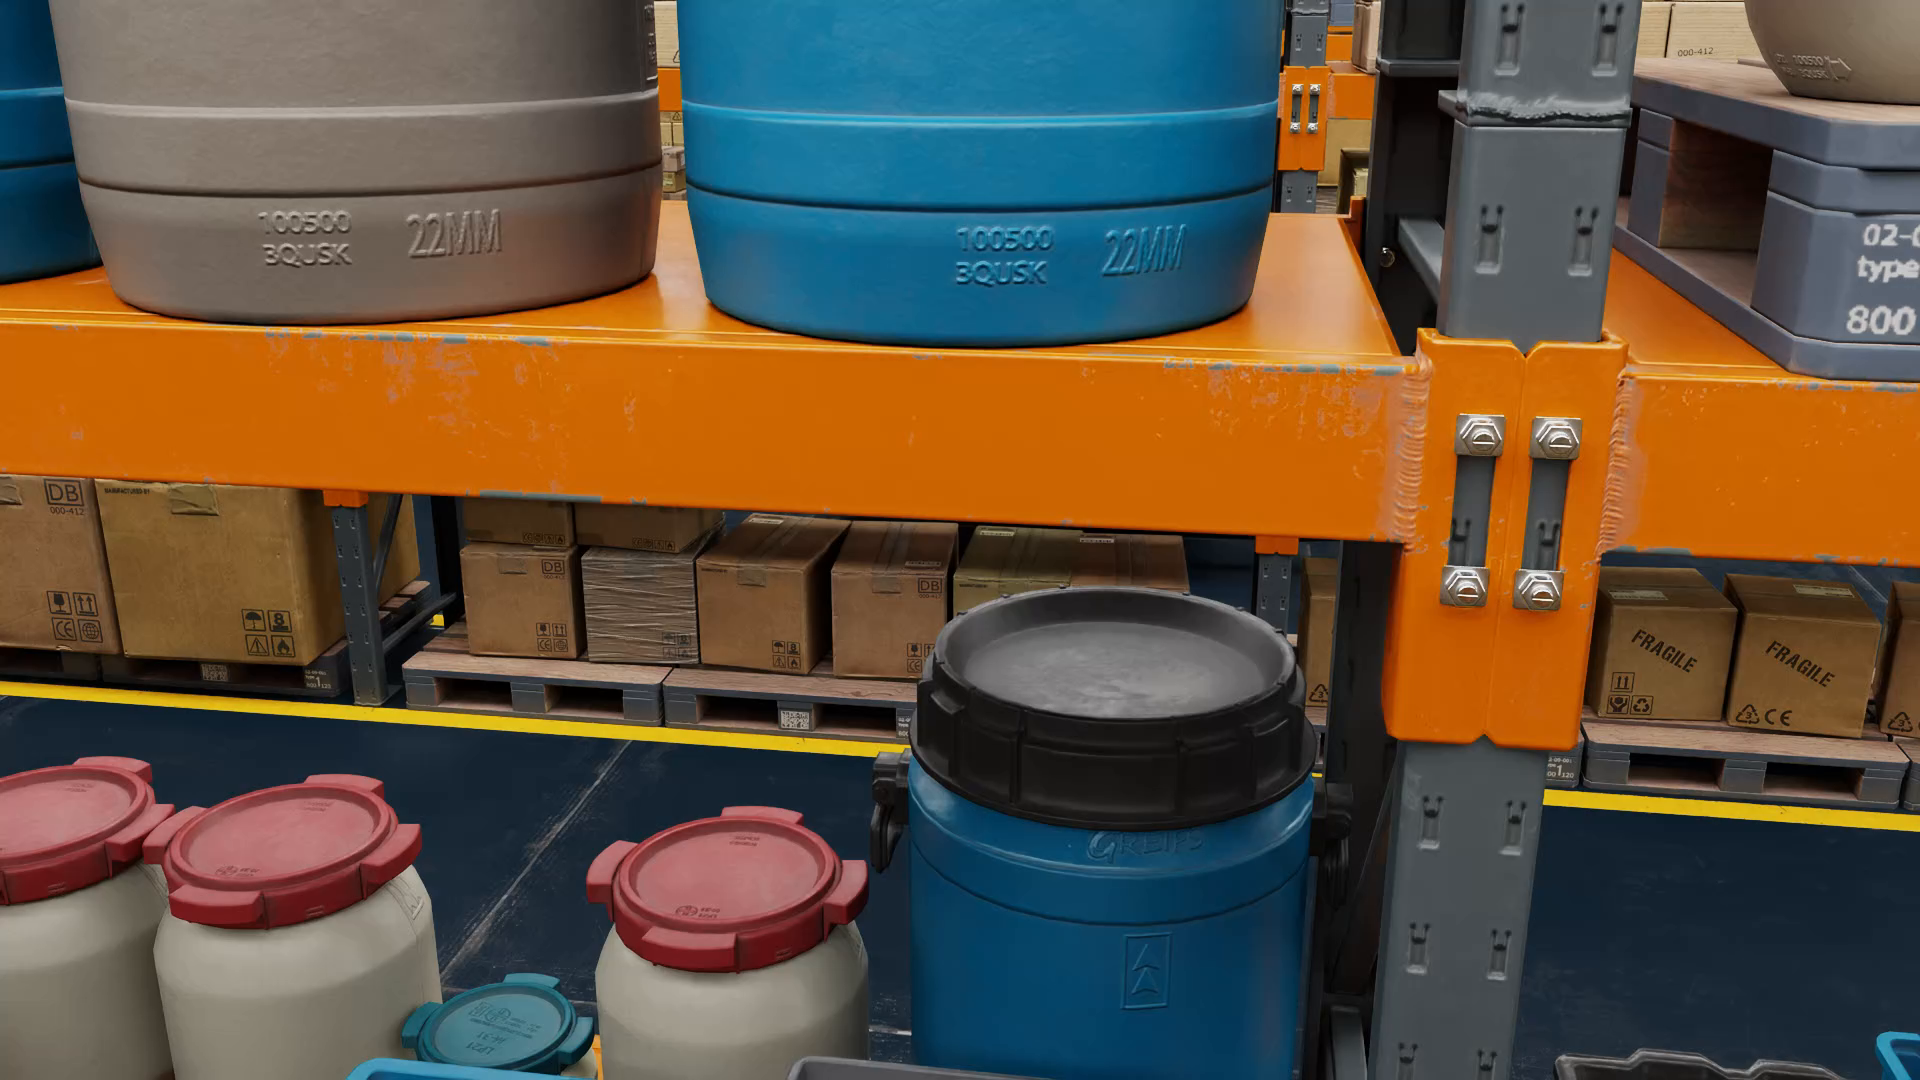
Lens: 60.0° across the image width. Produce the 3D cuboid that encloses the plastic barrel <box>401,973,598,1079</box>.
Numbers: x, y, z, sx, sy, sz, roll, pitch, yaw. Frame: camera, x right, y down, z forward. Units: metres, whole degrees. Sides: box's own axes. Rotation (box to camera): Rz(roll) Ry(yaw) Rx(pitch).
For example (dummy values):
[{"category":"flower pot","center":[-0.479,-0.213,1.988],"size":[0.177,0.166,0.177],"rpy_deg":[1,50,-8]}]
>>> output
[{"category":"plastic barrel","center":[-0.727,0.883,2.656],"size":[0.301,0.262,0.301],"rpy_deg":[0,18,0]}]

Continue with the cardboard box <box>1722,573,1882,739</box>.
[{"category":"cardboard box","center":[3.466,0.474,6.936],"size":[0.500,0.500,0.500],"rpy_deg":[5,19,14]}]

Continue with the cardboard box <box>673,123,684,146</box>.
[{"category":"cardboard box","center":[-2.570,-4.081,16.720],"size":[0.500,0.250,0.500],"rpy_deg":[2,19,7]}]

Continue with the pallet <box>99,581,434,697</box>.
[{"category":"pallet","center":[-3.374,0.438,8.162],"size":[1.213,0.211,1.003],"rpy_deg":[3,19,9]}]

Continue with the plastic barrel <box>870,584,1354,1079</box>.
[{"category":"plastic barrel","center":[0.222,0.580,2.553],"size":[0.708,0.901,0.600],"rpy_deg":[3,19,9]}]

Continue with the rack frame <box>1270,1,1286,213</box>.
[{"category":"rack frame","center":[2.228,-2.169,11.557],"size":[0.127,3.000,1.000],"rpy_deg":[3,19,9]}]

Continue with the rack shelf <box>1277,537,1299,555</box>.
[{"category":"rack shelf","center":[3.316,-0.178,6.742],"size":[4.000,0.370,1.077],"rpy_deg":[3,19,9]}]

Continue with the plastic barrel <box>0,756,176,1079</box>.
[{"category":"plastic barrel","center":[-1.506,0.692,2.794],"size":[0.433,0.535,0.433],"rpy_deg":[0,18,0]}]

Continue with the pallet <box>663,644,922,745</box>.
[{"category":"pallet","center":[-0.636,0.603,7.668],"size":[1.213,0.211,1.003],"rpy_deg":[3,19,9]}]

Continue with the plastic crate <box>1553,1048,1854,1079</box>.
[{"category":"plastic crate","center":[1.052,1.027,2.103],"size":[0.504,0.338,0.767],"rpy_deg":[3,19,9]}]

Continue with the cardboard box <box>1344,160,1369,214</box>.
[{"category":"cardboard box","center":[1.745,-1.180,6.401],"size":[0.500,0.500,0.500],"rpy_deg":[3,19,9]}]

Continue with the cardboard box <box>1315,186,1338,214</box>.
[{"category":"cardboard box","center":[2.594,-2.225,11.489],"size":[0.550,0.550,0.875],"rpy_deg":[3,19,9]}]

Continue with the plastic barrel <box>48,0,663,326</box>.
[{"category":"plastic barrel","center":[-0.627,-0.719,1.707],"size":[0.600,0.901,0.600],"rpy_deg":[0,18,0]}]

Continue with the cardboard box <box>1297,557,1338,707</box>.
[{"category":"cardboard box","center":[1.730,0.399,7.161],"size":[0.500,0.500,0.500],"rpy_deg":[2,19,7]}]

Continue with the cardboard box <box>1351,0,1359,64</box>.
[{"category":"cardboard box","center":[1.833,-2.030,6.652],"size":[0.500,0.250,0.500],"rpy_deg":[4,19,11]}]

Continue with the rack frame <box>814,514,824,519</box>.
[{"category":"rack frame","center":[-0.836,-0.607,9.726],"size":[0.006,1.200,0.240],"rpy_deg":[3,19,8]}]

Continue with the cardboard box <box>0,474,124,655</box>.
[{"category":"cardboard box","center":[-4.165,-0.101,8.065],"size":[0.875,0.875,1.225],"rpy_deg":[3,19,9]}]

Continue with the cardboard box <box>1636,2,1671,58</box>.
[{"category":"cardboard box","center":[2.268,-1.843,6.094],"size":[0.500,0.250,0.500],"rpy_deg":[3,19,8]}]

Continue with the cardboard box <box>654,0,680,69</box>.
[{"category":"cardboard box","center":[-1.168,-2.020,6.623],"size":[0.500,0.250,0.500],"rpy_deg":[3,19,10]}]

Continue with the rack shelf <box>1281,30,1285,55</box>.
[{"category":"rack shelf","center":[0.253,-3.351,11.496],"size":[4.000,0.370,1.077],"rpy_deg":[3,19,9]}]

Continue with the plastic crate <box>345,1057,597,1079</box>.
[{"category":"plastic crate","center":[-0.583,0.981,2.168],"size":[0.575,0.384,0.392],"rpy_deg":[3,19,9]}]

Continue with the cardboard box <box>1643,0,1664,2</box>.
[{"category":"cardboard box","center":[2.401,-2.036,6.042],"size":[0.250,0.149,0.380],"rpy_deg":[3,19,10]}]

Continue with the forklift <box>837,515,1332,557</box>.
[{"category":"forklift","center":[0.858,-1.368,9.272],"size":[3.031,2.935,1.130],"rpy_deg":[3,19,8]}]

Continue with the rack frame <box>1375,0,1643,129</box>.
[{"category":"rack frame","center":[0.556,-1.913,1.339],"size":[0.127,3.000,1.000],"rpy_deg":[3,19,9]}]

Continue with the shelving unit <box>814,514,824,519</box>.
[{"category":"shelving unit","center":[-0.745,-0.603,9.713],"size":[0.189,1.200,0.258],"rpy_deg":[3,19,8]}]

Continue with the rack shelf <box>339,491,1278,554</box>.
[{"category":"rack shelf","center":[-0.633,-0.379,7.343],"size":[4.000,0.370,1.077],"rpy_deg":[3,19,9]}]

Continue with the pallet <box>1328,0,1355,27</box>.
[{"category":"pallet","center":[3.034,-3.505,10.963],"size":[1.213,0.211,1.003],"rpy_deg":[3,19,9]}]

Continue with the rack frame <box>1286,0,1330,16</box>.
[{"category":"rack frame","center":[1.341,-3.465,5.977],"size":[0.127,3.000,1.000],"rpy_deg":[3,19,9]}]

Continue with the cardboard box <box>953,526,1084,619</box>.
[{"category":"cardboard box","center":[0.271,0.289,7.457],"size":[0.500,0.500,0.700],"rpy_deg":[3,19,8]}]

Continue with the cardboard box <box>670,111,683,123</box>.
[{"category":"cardboard box","center":[-2.585,-4.442,16.618],"size":[0.500,0.500,0.500],"rpy_deg":[3,19,9]}]

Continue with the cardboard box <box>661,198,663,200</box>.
[{"category":"cardboard box","center":[-2.281,-2.331,11.776],"size":[0.250,0.149,0.380],"rpy_deg":[3,19,10]}]

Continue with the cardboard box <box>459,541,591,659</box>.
[{"category":"cardboard box","center":[-1.943,0.183,7.775],"size":[0.500,0.500,0.700],"rpy_deg":[2,19,6]}]

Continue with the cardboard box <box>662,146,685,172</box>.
[{"category":"cardboard box","center":[-2.151,-2.816,12.289],"size":[0.250,0.149,0.380],"rpy_deg":[3,19,9]}]

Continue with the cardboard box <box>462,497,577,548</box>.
[{"category":"cardboard box","center":[-1.942,-0.176,7.665],"size":[0.500,0.250,0.500],"rpy_deg":[4,19,11]}]

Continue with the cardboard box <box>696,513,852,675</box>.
[{"category":"cardboard box","center":[-0.833,0.233,7.625],"size":[0.500,0.500,0.700],"rpy_deg":[5,19,13]}]

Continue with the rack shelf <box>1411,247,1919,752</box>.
[{"category":"rack shelf","center":[2.530,-0.049,1.628],"size":[4.000,0.370,1.077],"rpy_deg":[3,19,9]}]

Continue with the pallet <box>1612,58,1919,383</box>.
[{"category":"pallet","center":[1.284,-0.395,1.828],"size":[1.003,0.211,1.213],"rpy_deg":[3,19,9]}]

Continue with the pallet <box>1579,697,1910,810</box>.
[{"category":"pallet","center":[3.218,0.786,7.122],"size":[1.213,0.211,1.003],"rpy_deg":[3,19,9]}]

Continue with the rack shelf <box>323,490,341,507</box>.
[{"category":"rack shelf","center":[-4.583,-0.581,7.945],"size":[4.000,0.370,1.077],"rpy_deg":[3,19,9]}]
